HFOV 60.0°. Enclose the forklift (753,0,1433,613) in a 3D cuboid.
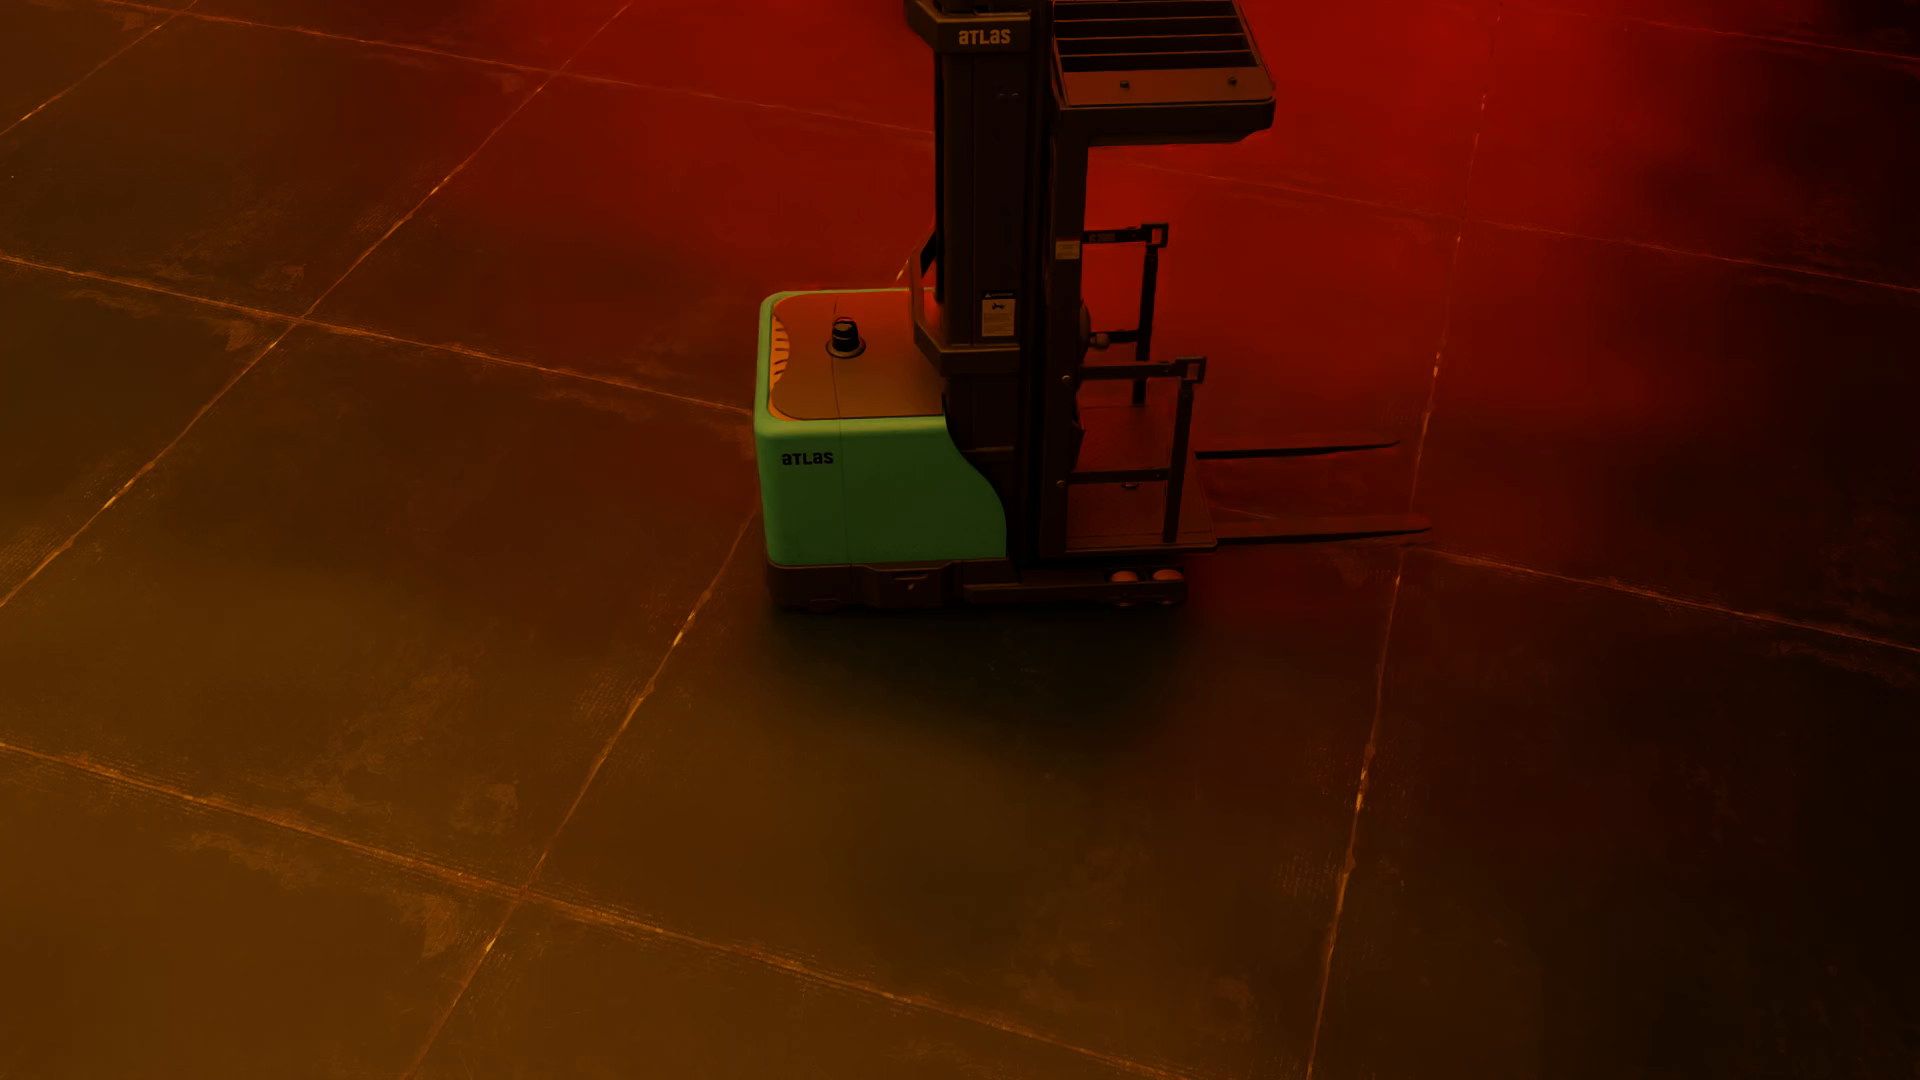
[{"bbox_3d":[0.625,-1.134,6.908,3.031,2.935,1.130,-2,43,-2],"label":"forklift"}]
